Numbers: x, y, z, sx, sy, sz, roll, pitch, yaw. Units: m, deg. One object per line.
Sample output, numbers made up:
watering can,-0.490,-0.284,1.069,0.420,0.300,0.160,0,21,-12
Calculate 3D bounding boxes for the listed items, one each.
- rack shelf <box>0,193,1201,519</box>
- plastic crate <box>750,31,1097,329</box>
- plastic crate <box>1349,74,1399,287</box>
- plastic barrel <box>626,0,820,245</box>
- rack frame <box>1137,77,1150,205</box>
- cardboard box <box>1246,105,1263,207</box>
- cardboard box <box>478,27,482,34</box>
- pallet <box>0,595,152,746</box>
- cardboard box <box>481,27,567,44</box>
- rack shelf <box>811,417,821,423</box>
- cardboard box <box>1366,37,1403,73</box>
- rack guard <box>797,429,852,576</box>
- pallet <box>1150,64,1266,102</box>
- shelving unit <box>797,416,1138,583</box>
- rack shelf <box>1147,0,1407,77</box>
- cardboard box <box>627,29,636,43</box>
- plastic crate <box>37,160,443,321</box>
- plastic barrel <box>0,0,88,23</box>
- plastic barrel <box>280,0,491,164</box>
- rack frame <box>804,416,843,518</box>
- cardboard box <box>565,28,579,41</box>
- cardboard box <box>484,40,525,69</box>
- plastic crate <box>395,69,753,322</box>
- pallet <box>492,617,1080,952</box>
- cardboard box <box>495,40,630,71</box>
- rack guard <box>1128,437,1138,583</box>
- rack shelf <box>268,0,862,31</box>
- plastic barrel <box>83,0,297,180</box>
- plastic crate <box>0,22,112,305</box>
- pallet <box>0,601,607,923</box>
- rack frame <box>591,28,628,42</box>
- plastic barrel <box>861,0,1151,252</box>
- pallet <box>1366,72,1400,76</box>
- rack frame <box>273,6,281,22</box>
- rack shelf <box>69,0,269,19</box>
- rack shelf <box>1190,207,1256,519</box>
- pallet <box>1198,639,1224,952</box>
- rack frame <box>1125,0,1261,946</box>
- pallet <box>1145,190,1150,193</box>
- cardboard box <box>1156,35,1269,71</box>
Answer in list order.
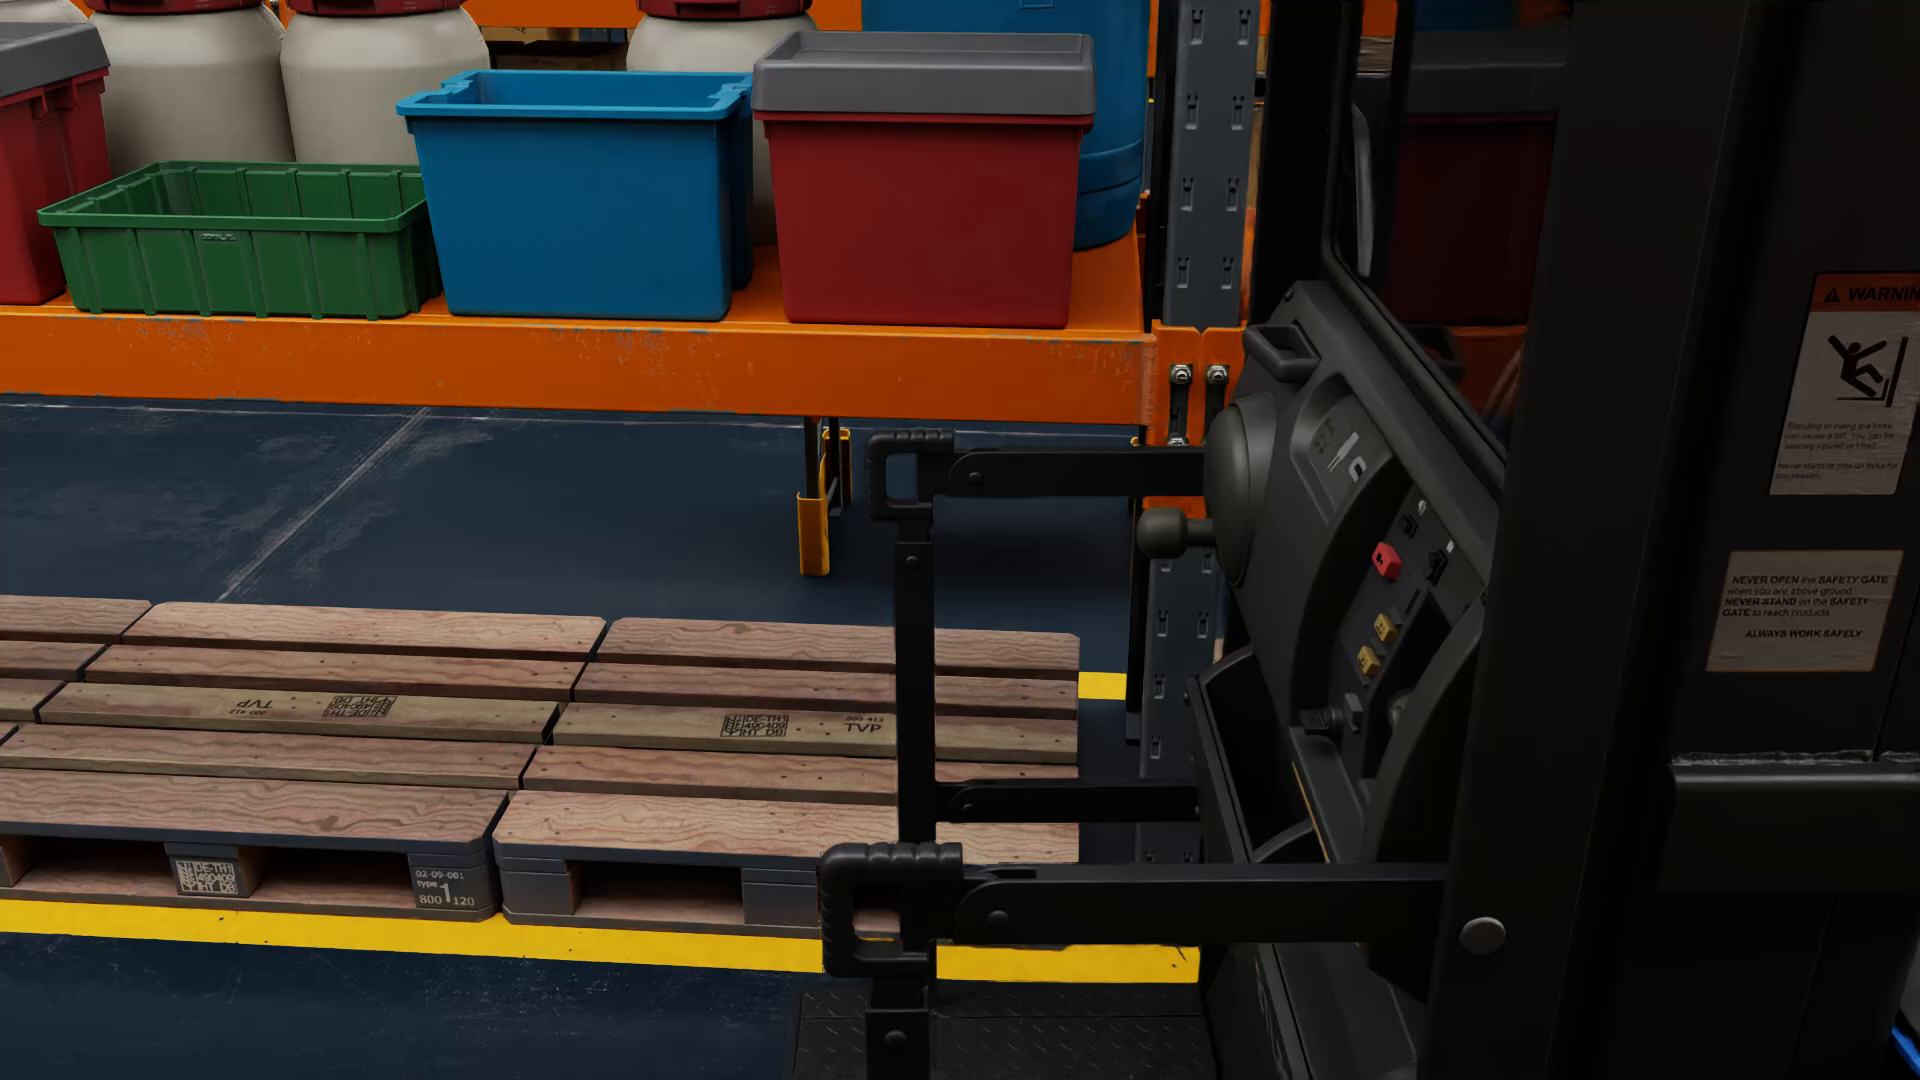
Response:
rack shelf,-1.538,-0.473,3.551,4.000,0.370,1.077,2,25,4
plastic crate,-0.050,-0.653,3.004,0.583,0.464,0.402,2,25,4
plastic crate,0.969,-0.638,3.123,0.504,0.338,0.767,2,25,4
plastic barrel,-0.481,-0.920,3.498,0.433,0.535,0.433,0,25,0
rack frame,0.836,-2.800,7.747,0.127,3.000,1.000,2,25,4
cardboard box,1.231,-1.826,8.118,0.500,0.500,0.500,1,25,2
cardboard box,-3.866,-3.978,12.794,0.500,0.500,0.500,3,25,6
pallet,-2.762,0.444,4.033,1.213,0.211,1.003,2,25,4
cardboard box,-3.348,-3.960,12.755,0.500,0.500,0.500,2,25,4
rack shelf,0.085,-0.515,5.006,1.000,0.185,0.538,2,25,4
cardboard box,2.837,-4.013,12.423,0.875,0.875,0.875,2,25,4
rack guard,-0.421,-0.127,5.227,0.087,0.250,0.587,2,25,4
pallet,2.068,-3.541,12.692,1.213,0.211,1.003,2,25,4
shelving unit,0.076,-0.679,4.931,1.083,1.500,0.587,2,25,4
rack shelf,2.830,-2.410,7.759,4.000,0.370,1.077,2,25,4
cardboard box,-2.072,-4.104,12.770,0.750,0.750,1.050,2,25,3
plastic crate,-1.302,-0.578,3.171,0.662,0.188,0.450,2,25,4
plastic barrel,-2.070,-0.957,3.609,0.421,0.512,0.421,0,25,0
plastic barrel,-1.212,-0.943,3.549,0.433,0.535,0.433,0,25,0
rack frame,-0.422,-0.695,4.966,0.032,1.500,0.500,2,25,4
cardboard box,-3.358,-4.177,13.226,0.500,0.500,0.500,1,25,2
cardboard box,-2.482,-2.324,8.280,0.500,0.250,0.500,3,25,6
plastic crate,-0.667,-0.634,3.059,0.575,0.384,0.392,2,25,4
pallet,-0.330,0.522,3.864,1.213,0.211,1.003,2,25,4
cardboard box,-1.953,-2.312,8.252,0.500,0.250,0.500,5,25,10
rack guard,0.573,-0.095,5.158,0.087,0.250,0.587,2,25,4
rack shelf,-1.159,-2.538,8.037,4.000,0.370,1.077,2,25,4
plastic barrel,-1.644,-0.957,3.579,0.433,0.535,0.433,0,25,0
plastic crate,-1.944,-0.714,3.136,0.583,0.464,0.402,2,25,4
pallet,-1.549,0.484,3.946,1.213,0.211,1.003,2,25,4
rack frame,-2.672,-4.992,12.511,0.127,3.000,1.000,2,25,4
plastic barrel,0.094,-1.102,3.458,0.708,0.901,0.600,2,25,4
pallet,3.288,-3.503,12.610,1.213,0.211,1.003,2,25,4
rack frame,-3.153,-2.928,8.026,0.127,3.000,1.000,2,25,4
rack shelf,-5.147,-2.666,8.315,4.000,0.370,1.077,2,25,4
rack shelf,2.450,-0.345,3.272,4.000,0.370,1.077,2,25,4
pallet,1.123,0.570,3.760,1.213,0.211,1.003,2,25,4
rack frame,0.456,-0.736,3.261,0.127,3.000,1.000,2,25,4
pallet,1.508,-1.527,8.316,1.213,0.211,1.003,2,25,4
cardboard box,1.938,-4.041,12.482,0.875,0.875,0.875,2,25,5
